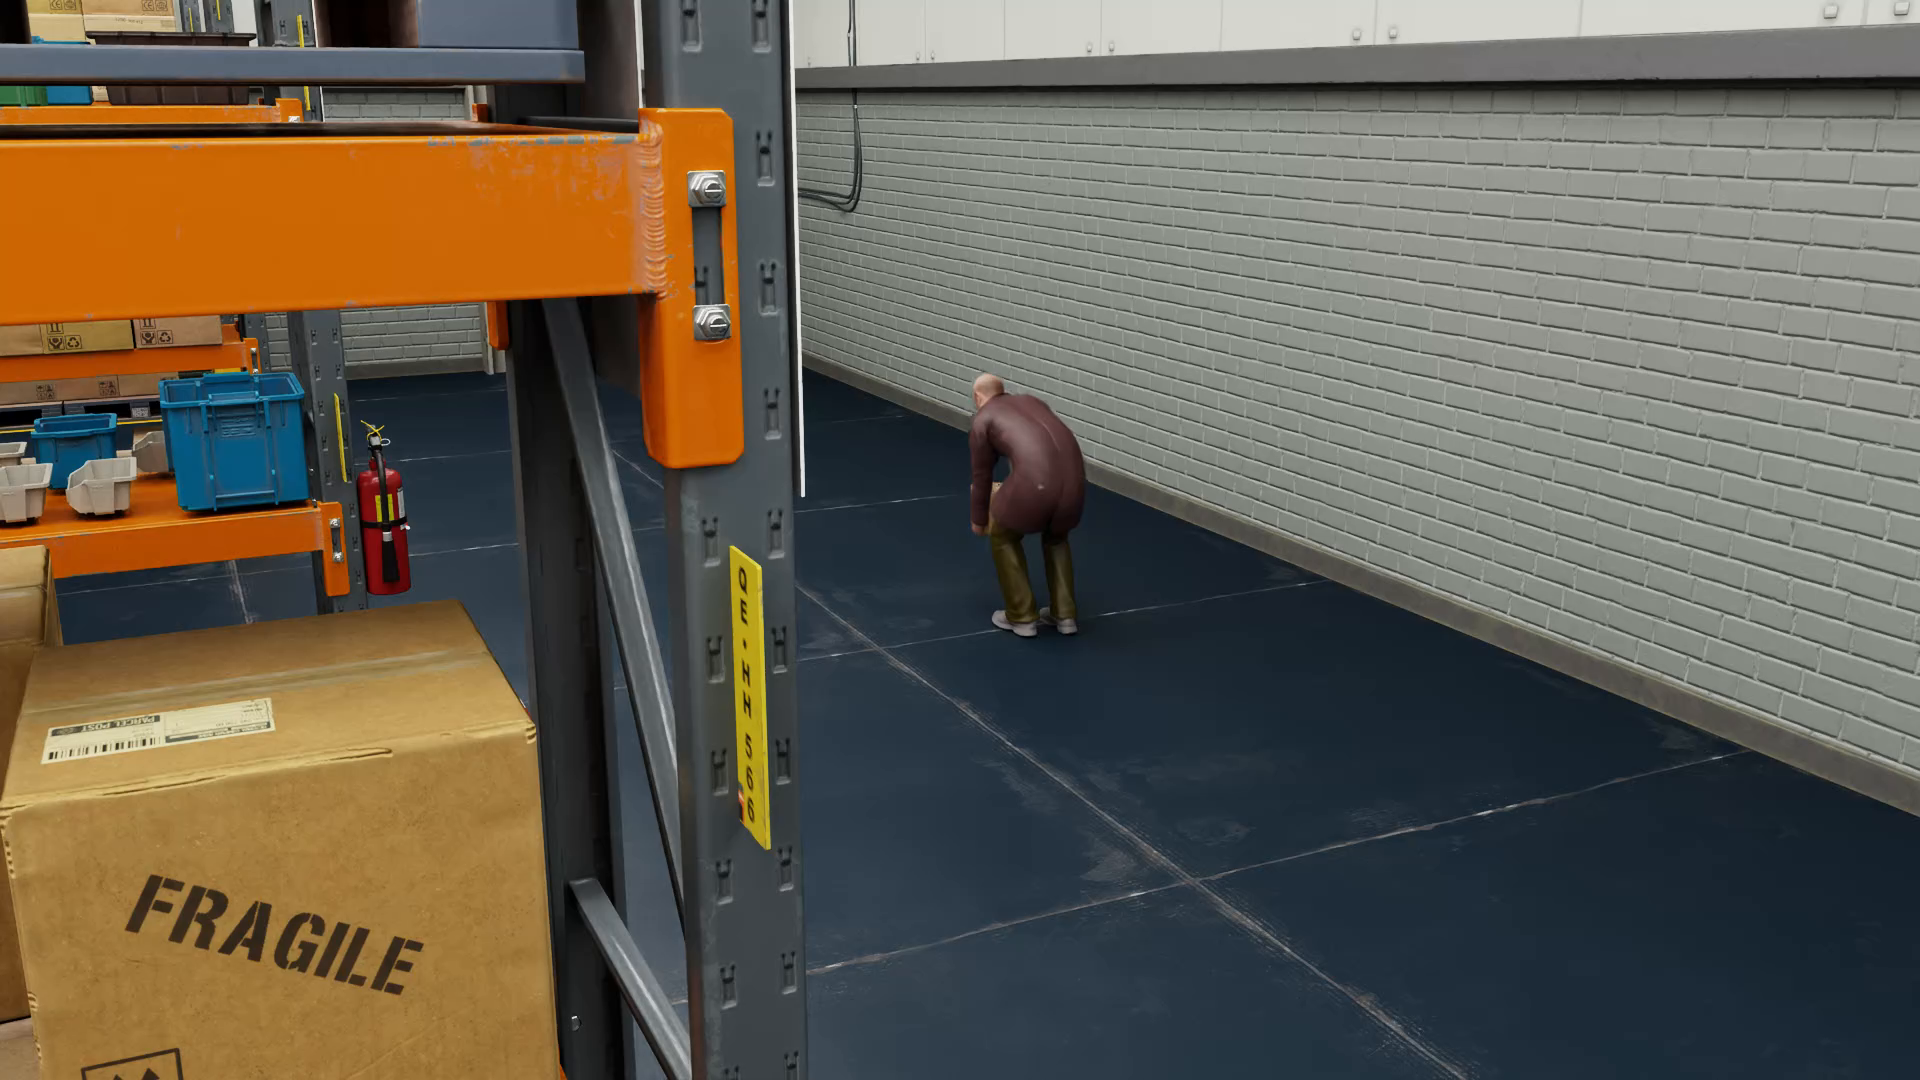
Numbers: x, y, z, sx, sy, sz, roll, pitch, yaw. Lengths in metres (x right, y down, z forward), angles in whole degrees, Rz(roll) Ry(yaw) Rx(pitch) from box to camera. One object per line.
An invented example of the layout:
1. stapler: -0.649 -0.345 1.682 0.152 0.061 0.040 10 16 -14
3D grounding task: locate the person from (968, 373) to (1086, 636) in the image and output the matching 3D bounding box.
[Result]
1. person: 0.339 -0.199 9.128 0.557 1.346 0.889 -8 17 -27
